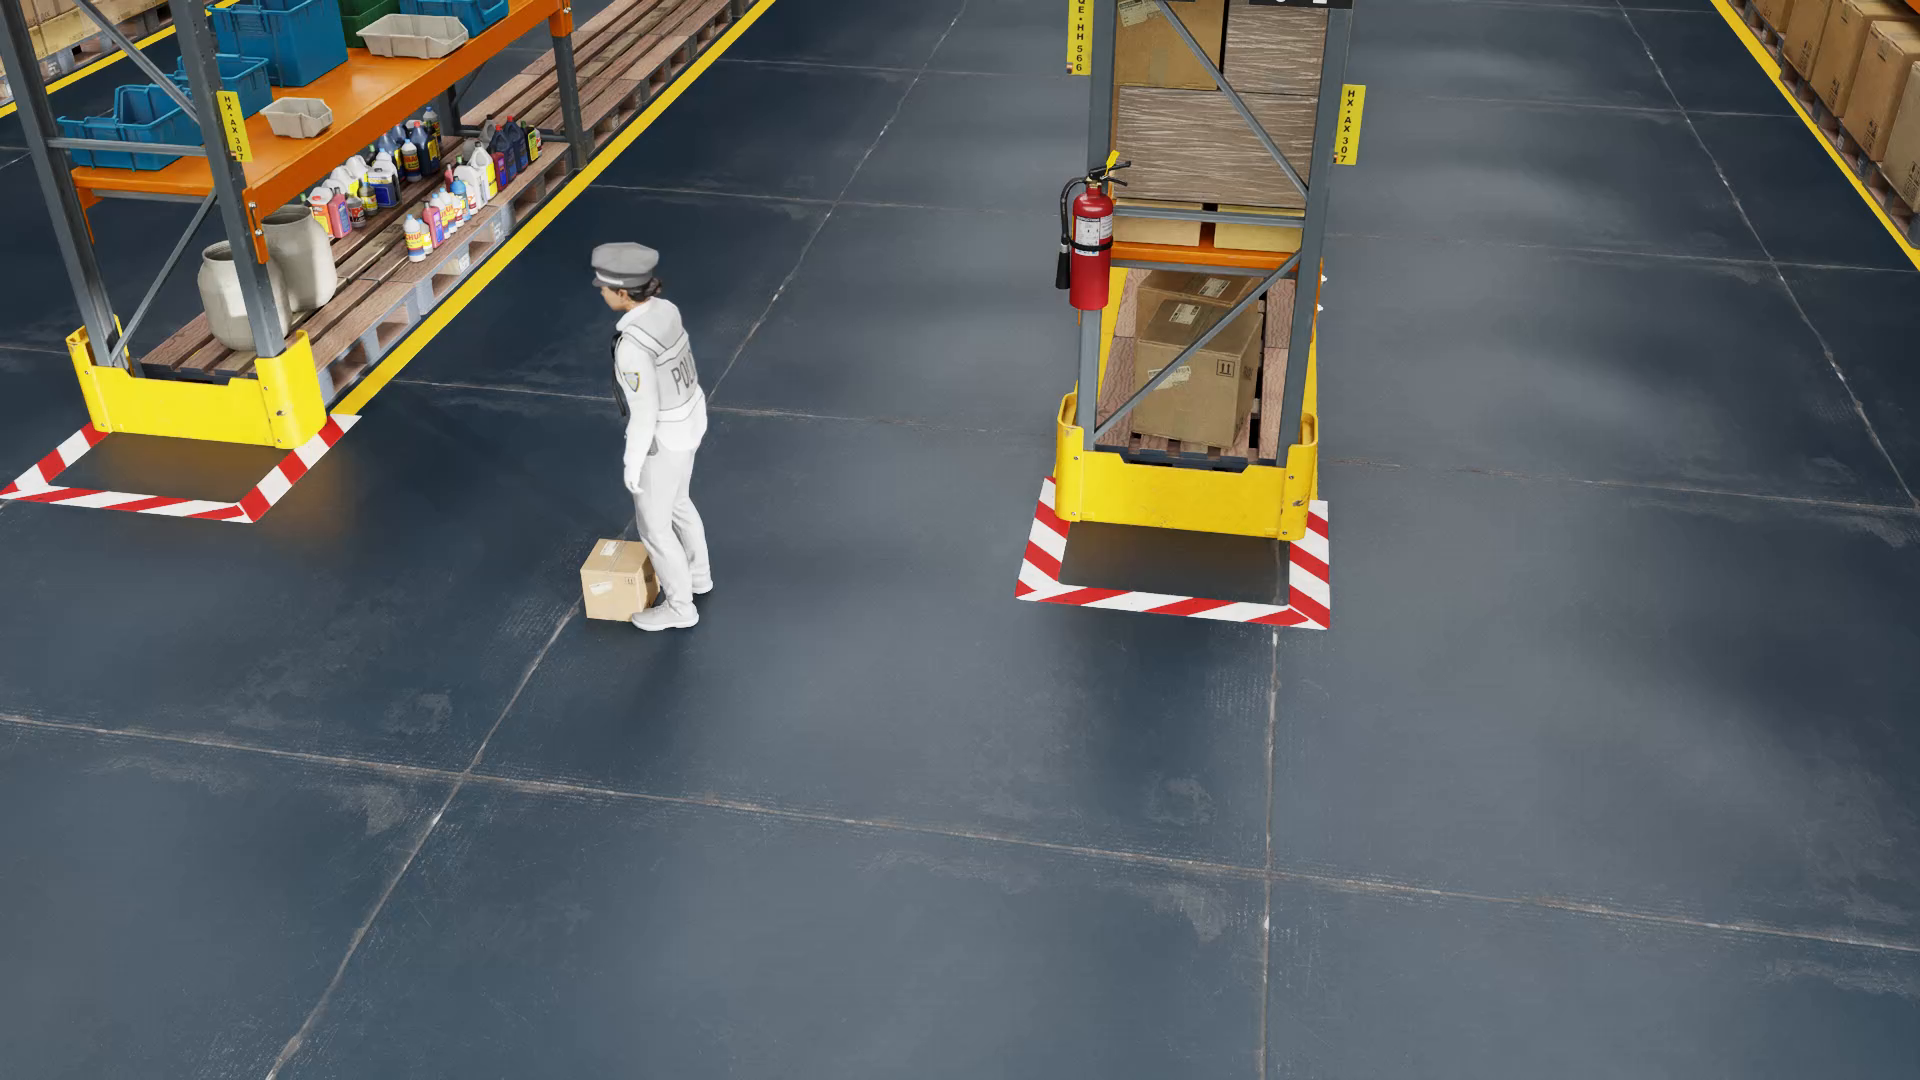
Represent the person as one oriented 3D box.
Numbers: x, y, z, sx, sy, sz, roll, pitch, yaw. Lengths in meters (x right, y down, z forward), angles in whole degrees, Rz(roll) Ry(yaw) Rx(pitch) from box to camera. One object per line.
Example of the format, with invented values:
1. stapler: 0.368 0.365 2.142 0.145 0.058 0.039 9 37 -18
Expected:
1. person: -1.225 -0.405 6.768 0.371 1.664 0.530 6 33 9
